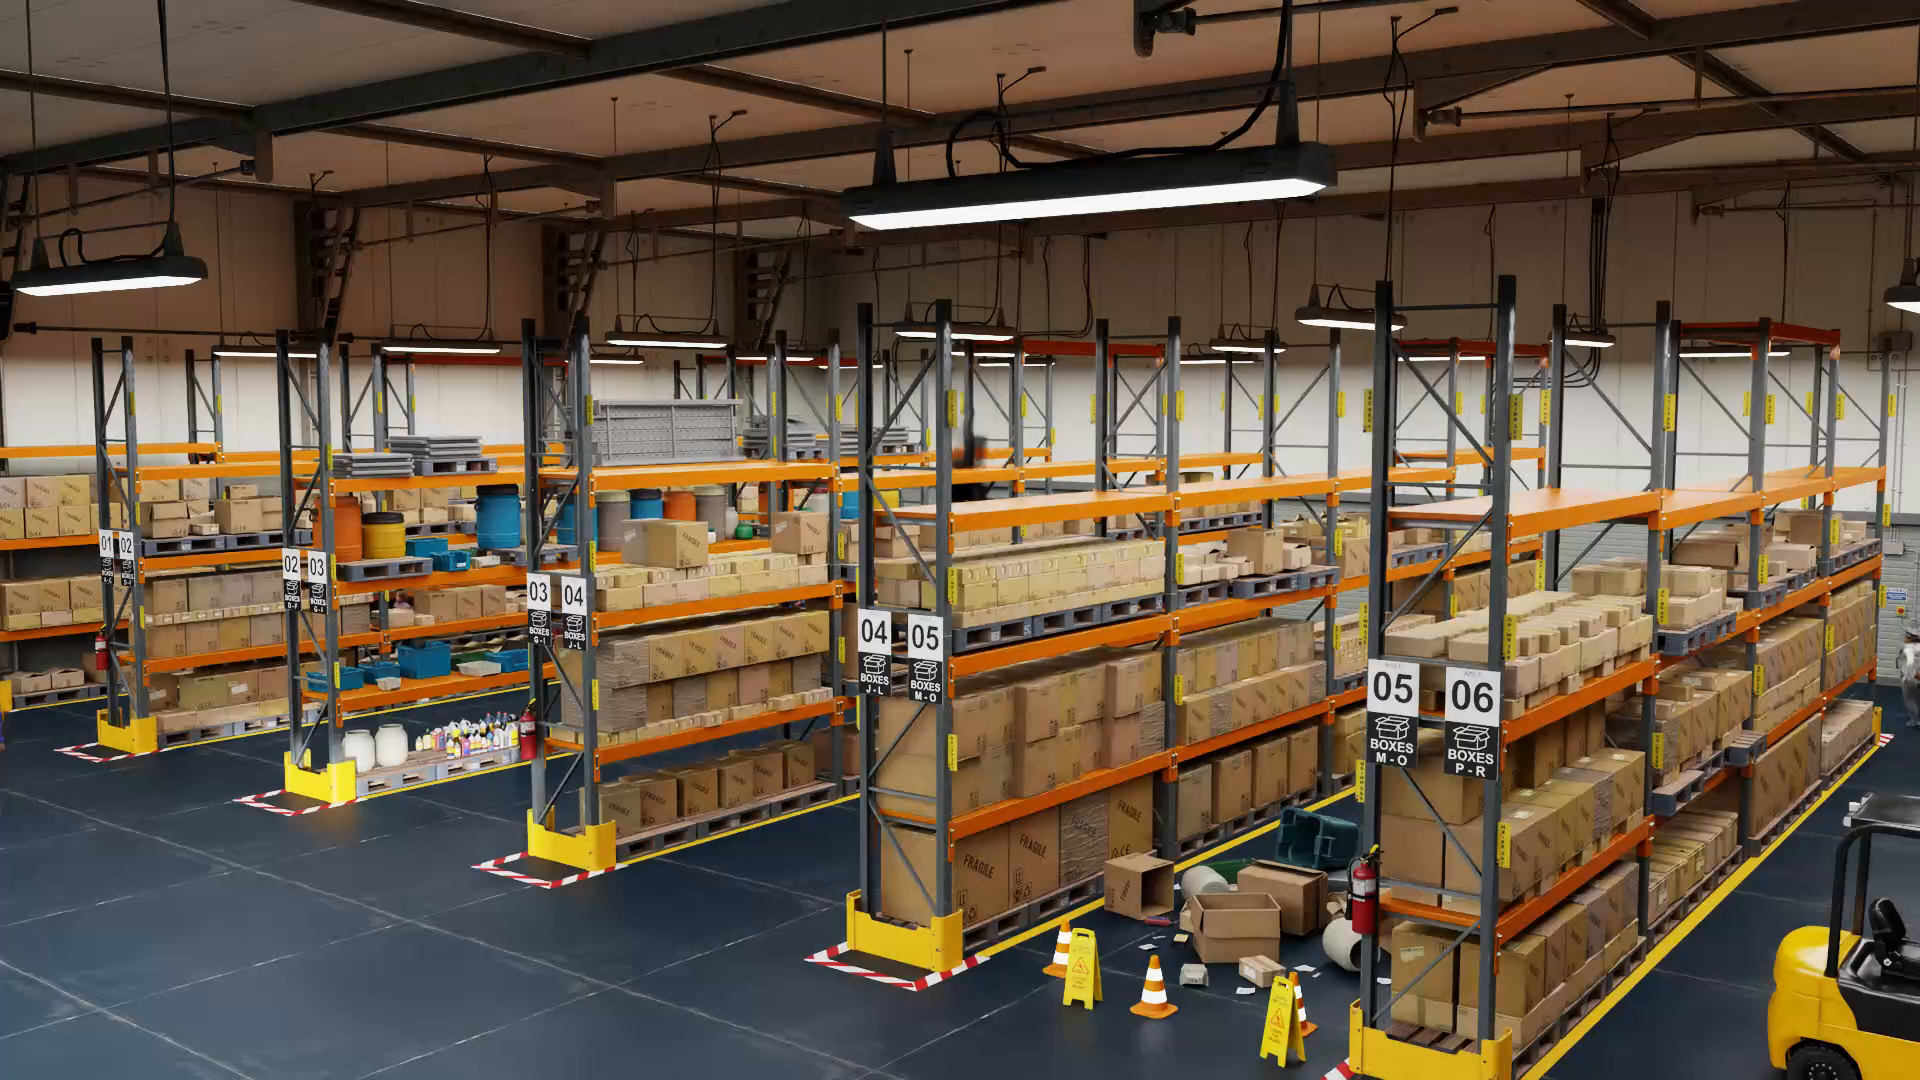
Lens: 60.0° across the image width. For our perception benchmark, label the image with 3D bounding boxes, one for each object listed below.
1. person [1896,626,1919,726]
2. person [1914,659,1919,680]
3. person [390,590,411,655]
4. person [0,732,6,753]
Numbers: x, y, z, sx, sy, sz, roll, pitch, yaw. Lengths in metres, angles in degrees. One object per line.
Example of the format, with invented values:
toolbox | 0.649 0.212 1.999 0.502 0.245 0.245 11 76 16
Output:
person | 14.618 2.131 25.534 0.657 1.627 0.830 -1 5 -8
person | 14.105 2.266 24.016 0.584 1.695 0.758 2 5 23
person | -10.309 1.751 30.576 0.504 1.479 0.645 2 5 23
person | -11.206 2.760 18.987 0.570 1.472 0.929 -3 6 -30
